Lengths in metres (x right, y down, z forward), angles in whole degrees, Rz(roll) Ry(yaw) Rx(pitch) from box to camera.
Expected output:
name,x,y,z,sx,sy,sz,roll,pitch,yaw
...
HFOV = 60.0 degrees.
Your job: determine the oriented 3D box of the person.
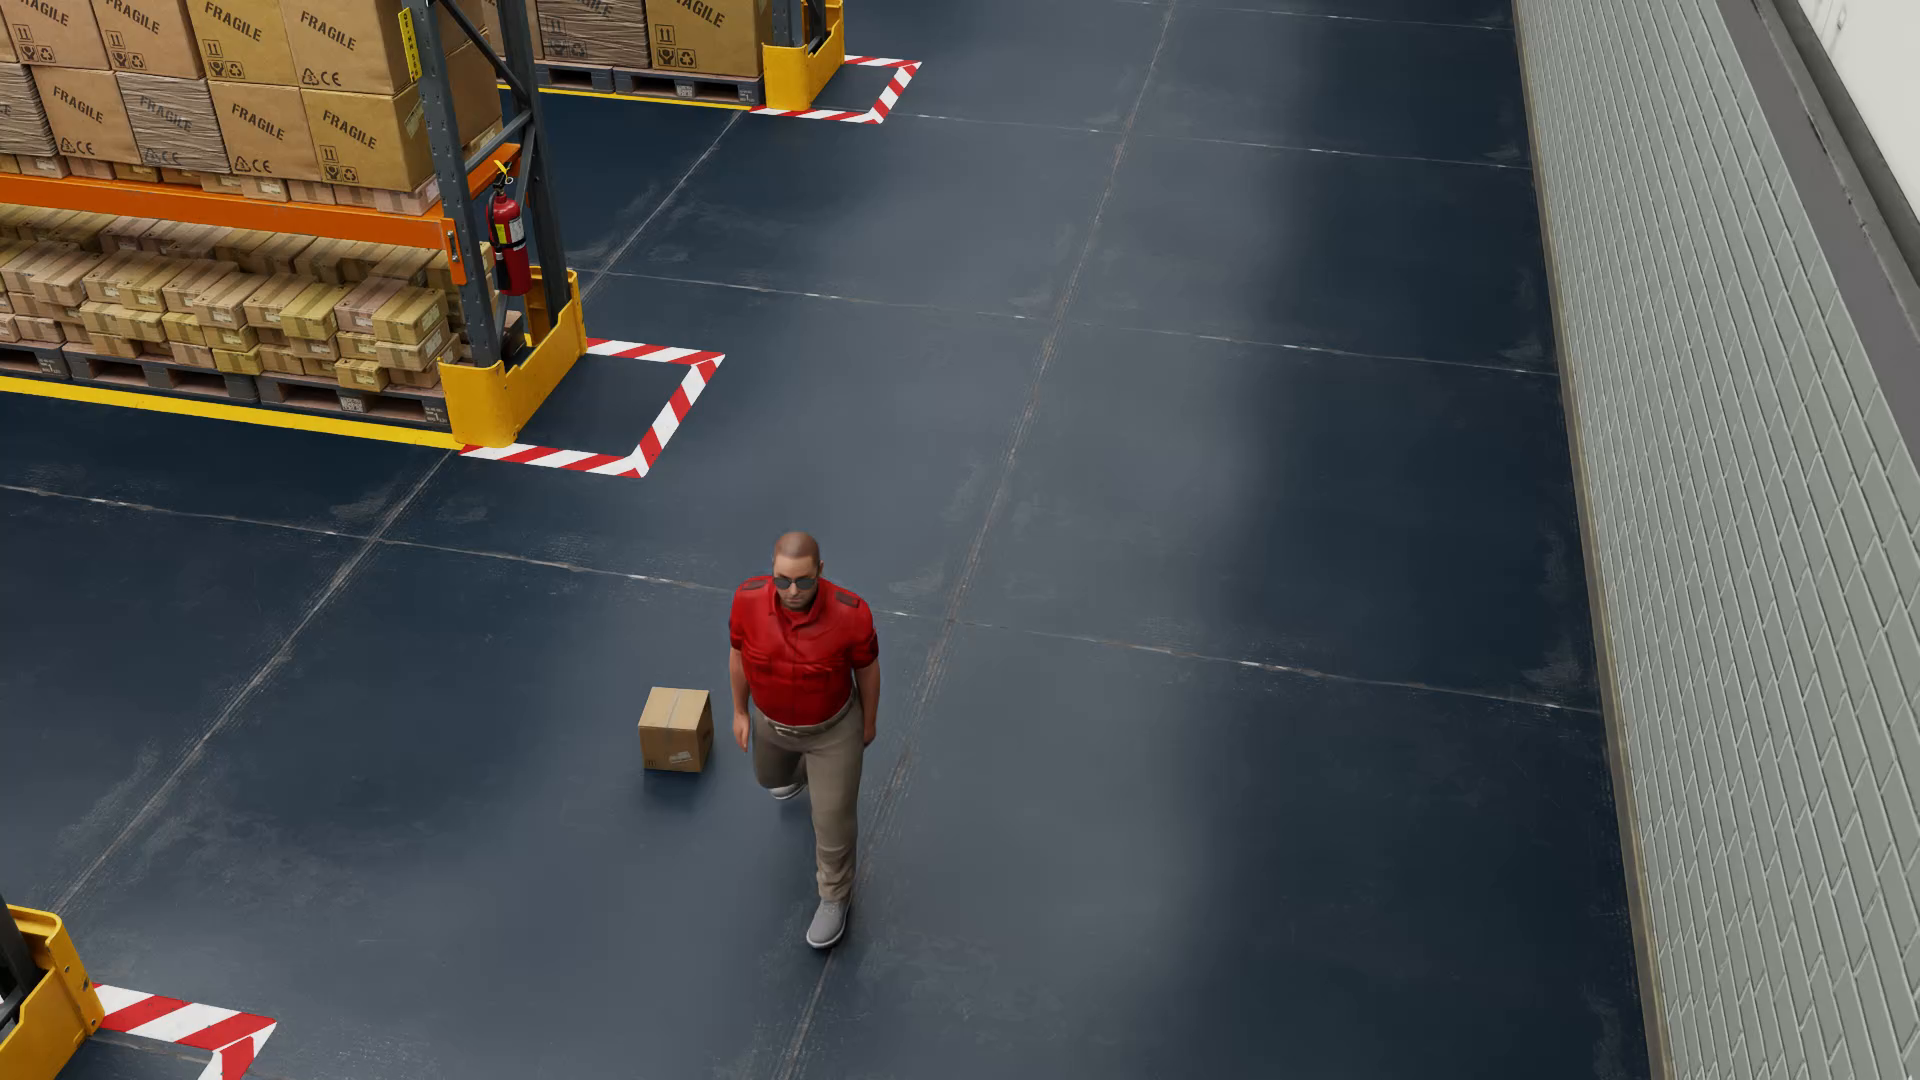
name,x,y,z,sx,sy,sz,roll,pitch,yaw
person,-0.585,0.629,6.105,0.601,1.705,0.769,10,37,13
